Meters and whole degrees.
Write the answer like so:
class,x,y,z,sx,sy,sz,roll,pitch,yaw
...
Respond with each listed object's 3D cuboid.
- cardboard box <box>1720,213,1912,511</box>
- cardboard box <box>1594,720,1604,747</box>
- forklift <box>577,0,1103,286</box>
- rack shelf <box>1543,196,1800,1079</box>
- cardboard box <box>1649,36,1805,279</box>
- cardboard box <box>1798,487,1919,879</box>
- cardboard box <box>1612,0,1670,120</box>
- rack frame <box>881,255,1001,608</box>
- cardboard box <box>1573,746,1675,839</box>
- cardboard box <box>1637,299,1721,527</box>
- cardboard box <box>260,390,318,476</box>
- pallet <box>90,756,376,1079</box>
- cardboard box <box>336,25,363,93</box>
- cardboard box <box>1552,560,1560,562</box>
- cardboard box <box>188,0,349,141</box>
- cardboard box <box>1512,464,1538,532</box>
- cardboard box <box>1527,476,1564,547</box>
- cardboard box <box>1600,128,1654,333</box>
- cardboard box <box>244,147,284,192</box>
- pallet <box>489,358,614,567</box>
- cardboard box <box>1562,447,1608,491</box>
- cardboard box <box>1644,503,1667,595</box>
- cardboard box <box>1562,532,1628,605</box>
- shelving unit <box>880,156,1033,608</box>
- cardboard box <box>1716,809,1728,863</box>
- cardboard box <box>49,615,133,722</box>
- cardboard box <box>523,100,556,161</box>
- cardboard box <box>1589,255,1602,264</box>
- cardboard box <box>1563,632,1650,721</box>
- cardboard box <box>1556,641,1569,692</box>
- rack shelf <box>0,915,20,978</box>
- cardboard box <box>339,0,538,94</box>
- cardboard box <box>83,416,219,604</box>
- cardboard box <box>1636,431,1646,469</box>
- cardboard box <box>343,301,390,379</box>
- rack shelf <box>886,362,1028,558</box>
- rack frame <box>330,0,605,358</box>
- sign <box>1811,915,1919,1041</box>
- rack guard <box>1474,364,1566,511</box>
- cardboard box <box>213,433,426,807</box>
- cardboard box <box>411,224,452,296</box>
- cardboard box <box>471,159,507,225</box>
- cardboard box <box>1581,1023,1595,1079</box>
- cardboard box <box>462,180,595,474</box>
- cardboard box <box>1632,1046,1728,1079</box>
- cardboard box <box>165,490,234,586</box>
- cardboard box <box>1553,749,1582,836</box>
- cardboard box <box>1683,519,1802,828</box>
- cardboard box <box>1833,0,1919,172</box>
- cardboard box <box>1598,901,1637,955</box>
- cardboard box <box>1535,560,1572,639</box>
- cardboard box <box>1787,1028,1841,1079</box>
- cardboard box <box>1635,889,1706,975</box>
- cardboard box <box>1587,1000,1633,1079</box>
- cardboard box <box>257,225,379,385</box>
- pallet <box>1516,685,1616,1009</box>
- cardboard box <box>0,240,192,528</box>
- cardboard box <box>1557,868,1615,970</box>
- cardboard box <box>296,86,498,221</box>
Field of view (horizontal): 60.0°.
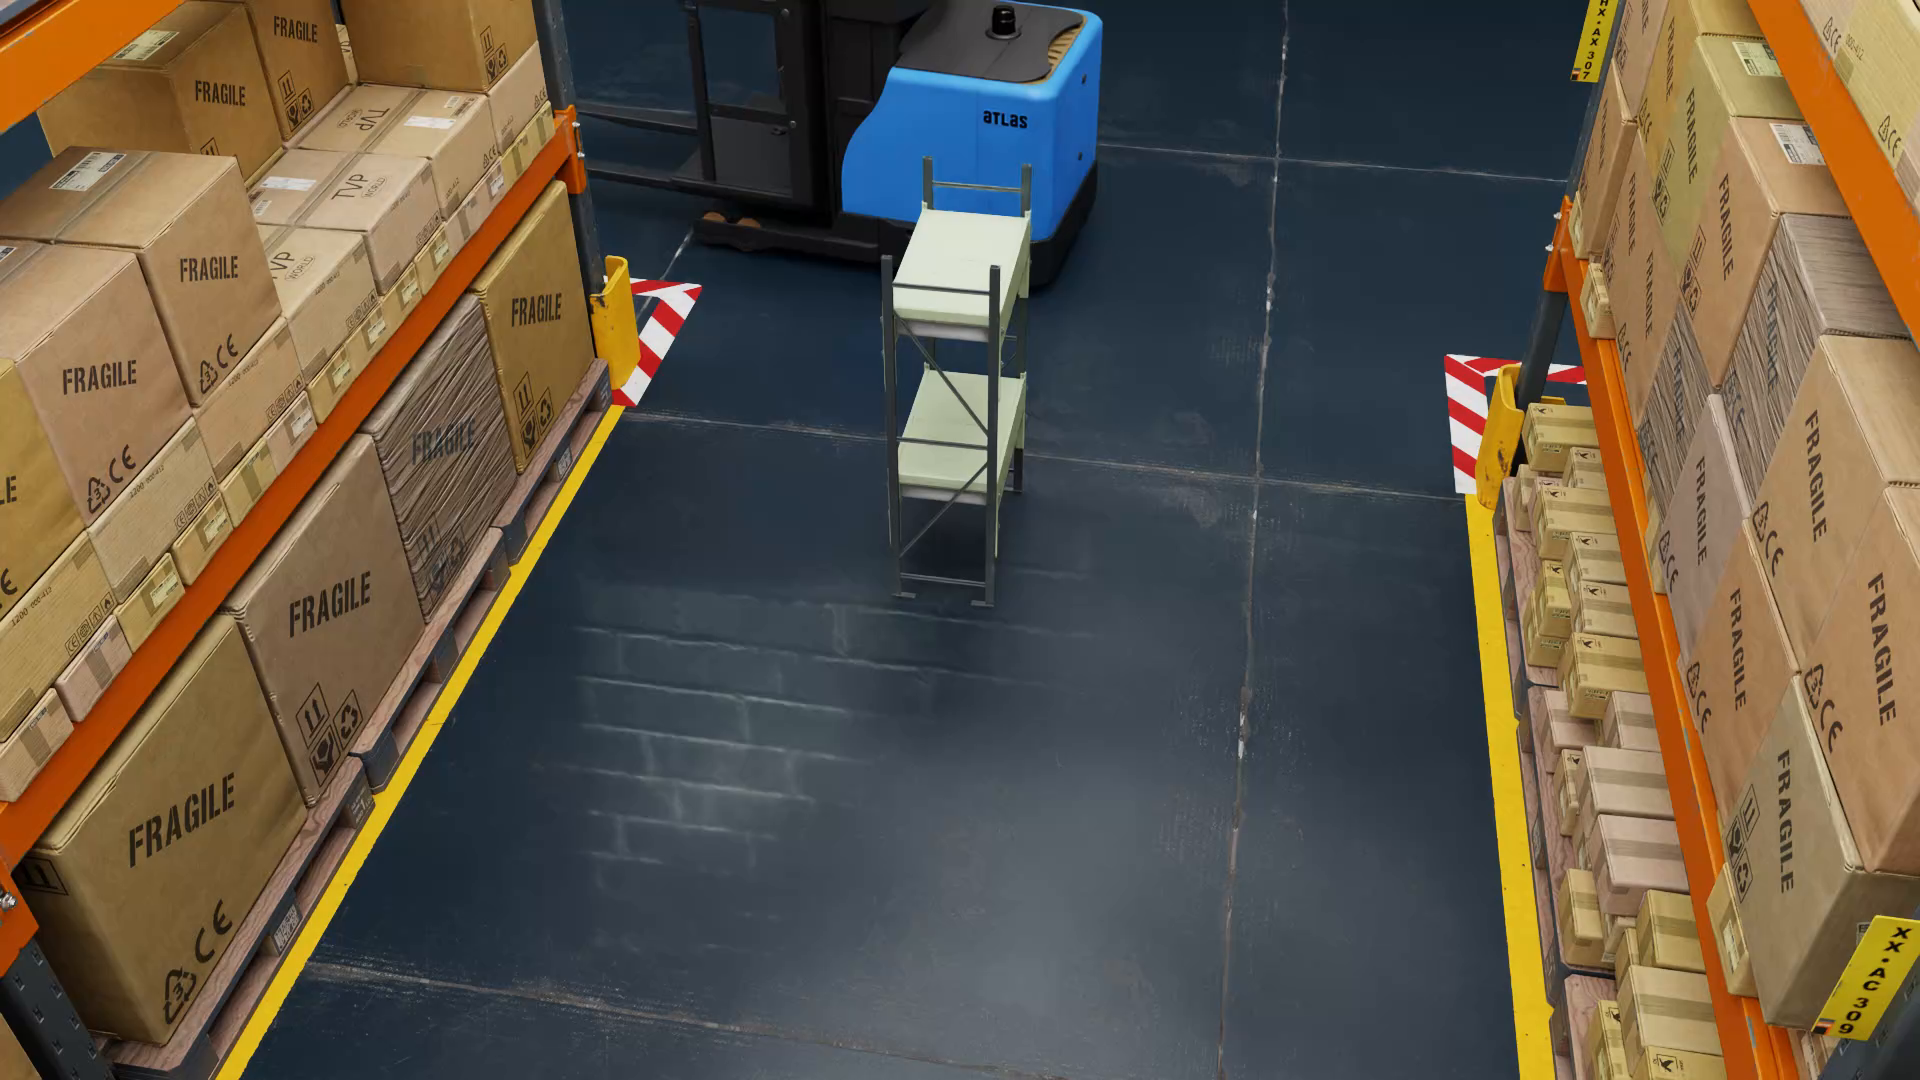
class,x,y,z,sx,sy,sz,roll,pitch,yaw
cardboard box,2.084,-0.374,3.751,0.500,0.500,0.500,7,40,9
cardboard box,2.263,0.576,5.373,0.380,0.149,0.250,8,40,10
forklift,-0.855,-2.916,7.976,3.031,2.935,1.130,12,41,14
rack shelf,2.428,0.156,4.771,1.077,0.370,4.000,6,40,8
cardboard box,2.242,-1.021,4.534,0.500,0.500,0.500,6,40,7
cardboard box,1.897,0.271,2.972,0.500,0.500,0.500,5,40,6
cardboard box,2.435,-1.662,5.310,0.500,0.500,0.500,6,40,7
rack frame,-0.064,-0.344,5.989,0.400,1.500,0.023,6,40,8
cardboard box,2.041,0.763,4.914,0.380,0.149,0.250,5,40,6
cardboard box,2.177,-0.313,4.462,0.500,0.500,0.500,5,40,7
cardboard box,-2.183,-0.342,5.006,0.380,0.149,0.250,7,40,8
pallet,-2.577,1.130,5.218,1.003,0.211,1.213,6,40,8
cardboard box,-2.442,-1.772,6.423,0.500,0.250,0.500,5,40,6
cardboard box,2.367,0.184,6.081,0.380,0.149,0.250,7,40,8
cardboard box,-2.529,-1.747,5.805,0.500,0.500,0.500,5,40,7
cardboard box,2.368,-0.146,6.480,0.380,0.149,0.250,7,40,9
cardboard box,2.328,-0.088,6.176,0.380,0.149,0.250,6,40,7
cardboard box,2.357,-0.939,5.220,0.500,0.500,0.500,6,40,8
cardboard box,-2.616,-1.130,5.647,0.500,0.250,0.500,5,40,6
pallet,-2.155,-0.401,7.070,1.003,0.211,1.213,6,40,8
cardboard box,2.420,-0.191,6.068,0.380,0.149,0.250,7,40,8
cardboard box,2.101,0.037,4.549,0.380,0.149,0.250,7,40,9
cardboard box,2.289,0.118,5.694,0.380,0.149,0.250,5,40,5
shelving unit,-0.001,-0.574,6.267,0.431,1.500,0.755,6,40,8
cardboard box,1.943,0.691,3.757,0.380,0.149,0.250,8,40,9
cardboard box,-2.361,0.307,4.222,0.380,0.149,0.250,5,40,6
cardboard box,-1.831,-1.630,6.564,0.380,0.149,0.250,7,40,9
cardboard box,2.392,-0.948,5.740,0.380,0.149,0.250,8,40,9
cardboard box,2.141,0.451,5.291,0.380,0.149,0.250,7,40,8
cardboard box,2.265,0.503,5.695,0.380,0.149,0.250,6,40,8
rack shelf,-3.132,2.056,2.473,1.077,0.370,4.000,6,40,8
cardboard box,-1.919,-1.998,6.108,0.500,0.500,0.500,7,40,8
cardboard box,-2.355,-0.111,4.414,0.500,0.250,0.500,6,40,7
cardboard box,2.241,-0.288,4.941,0.380,0.149,0.250,6,40,7
cardboard box,-2.096,-0.671,5.404,0.380,0.149,0.250,7,40,9
rack shelf,-0.001,-0.323,6.475,0.431,0.370,0.720,6,40,8
rack frame,-2.093,-1.986,6.799,1.000,3.000,0.127,6,40,8
sign,1.546,0.746,2.815,0.100,0.325,0.005,6,40,8
rack guard,2.761,-0.365,6.799,1.175,0.500,0.348,6,40,8
cardboard box,-2.437,0.211,5.479,0.875,0.875,0.875,6,40,8
cardboard box,-2.006,-0.989,5.789,0.380,0.149,0.250,6,40,7
cardboard box,-1.919,-1.308,6.176,0.380,0.149,0.250,6,40,8
cardboard box,1.924,1.461,4.537,0.380,0.149,0.250,5,40,6
cardboard box,-2.125,-0.919,6.845,0.875,0.875,0.875,6,40,8
cardboard box,1.892,1.425,4.113,0.380,0.149,0.250,7,40,8
cardboard box,-2.273,-0.024,4.622,0.380,0.149,0.250,5,40,6
cardboard box,2.114,0.827,5.304,0.380,0.149,0.250,6,40,8
cardboard box,1.978,0.321,3.696,0.500,0.500,0.500,5,40,6
cardboard box,2.086,-0.933,3.288,0.500,0.250,0.500,6,40,7
cardboard box,2.052,1.074,4.772,0.380,0.149,0.250,7,40,9
cardboard box,2.221,0.225,5.799,0.380,0.149,0.250,8,40,9
cardboard box,1.901,1.026,3.352,0.380,0.149,0.250,6,40,7
cardboard box,2.050,1.114,4.490,0.380,0.149,0.250,8,40,9
cardboard box,1.887,1.382,4.398,0.380,0.149,0.250,5,40,6
cardboard box,-2.178,-0.745,5.181,0.500,0.250,0.500,6,40,8
pallet,2.372,1.016,5.356,1.003,0.211,1.213,6,40,8
cardboard box,-2.358,-0.403,4.179,0.500,0.500,0.500,6,40,8
cardboard box,1.993,1.138,4.927,0.380,0.149,0.250,6,40,8
cardboard box,-2.004,-1.392,5.963,0.500,0.250,0.500,6,40,7
